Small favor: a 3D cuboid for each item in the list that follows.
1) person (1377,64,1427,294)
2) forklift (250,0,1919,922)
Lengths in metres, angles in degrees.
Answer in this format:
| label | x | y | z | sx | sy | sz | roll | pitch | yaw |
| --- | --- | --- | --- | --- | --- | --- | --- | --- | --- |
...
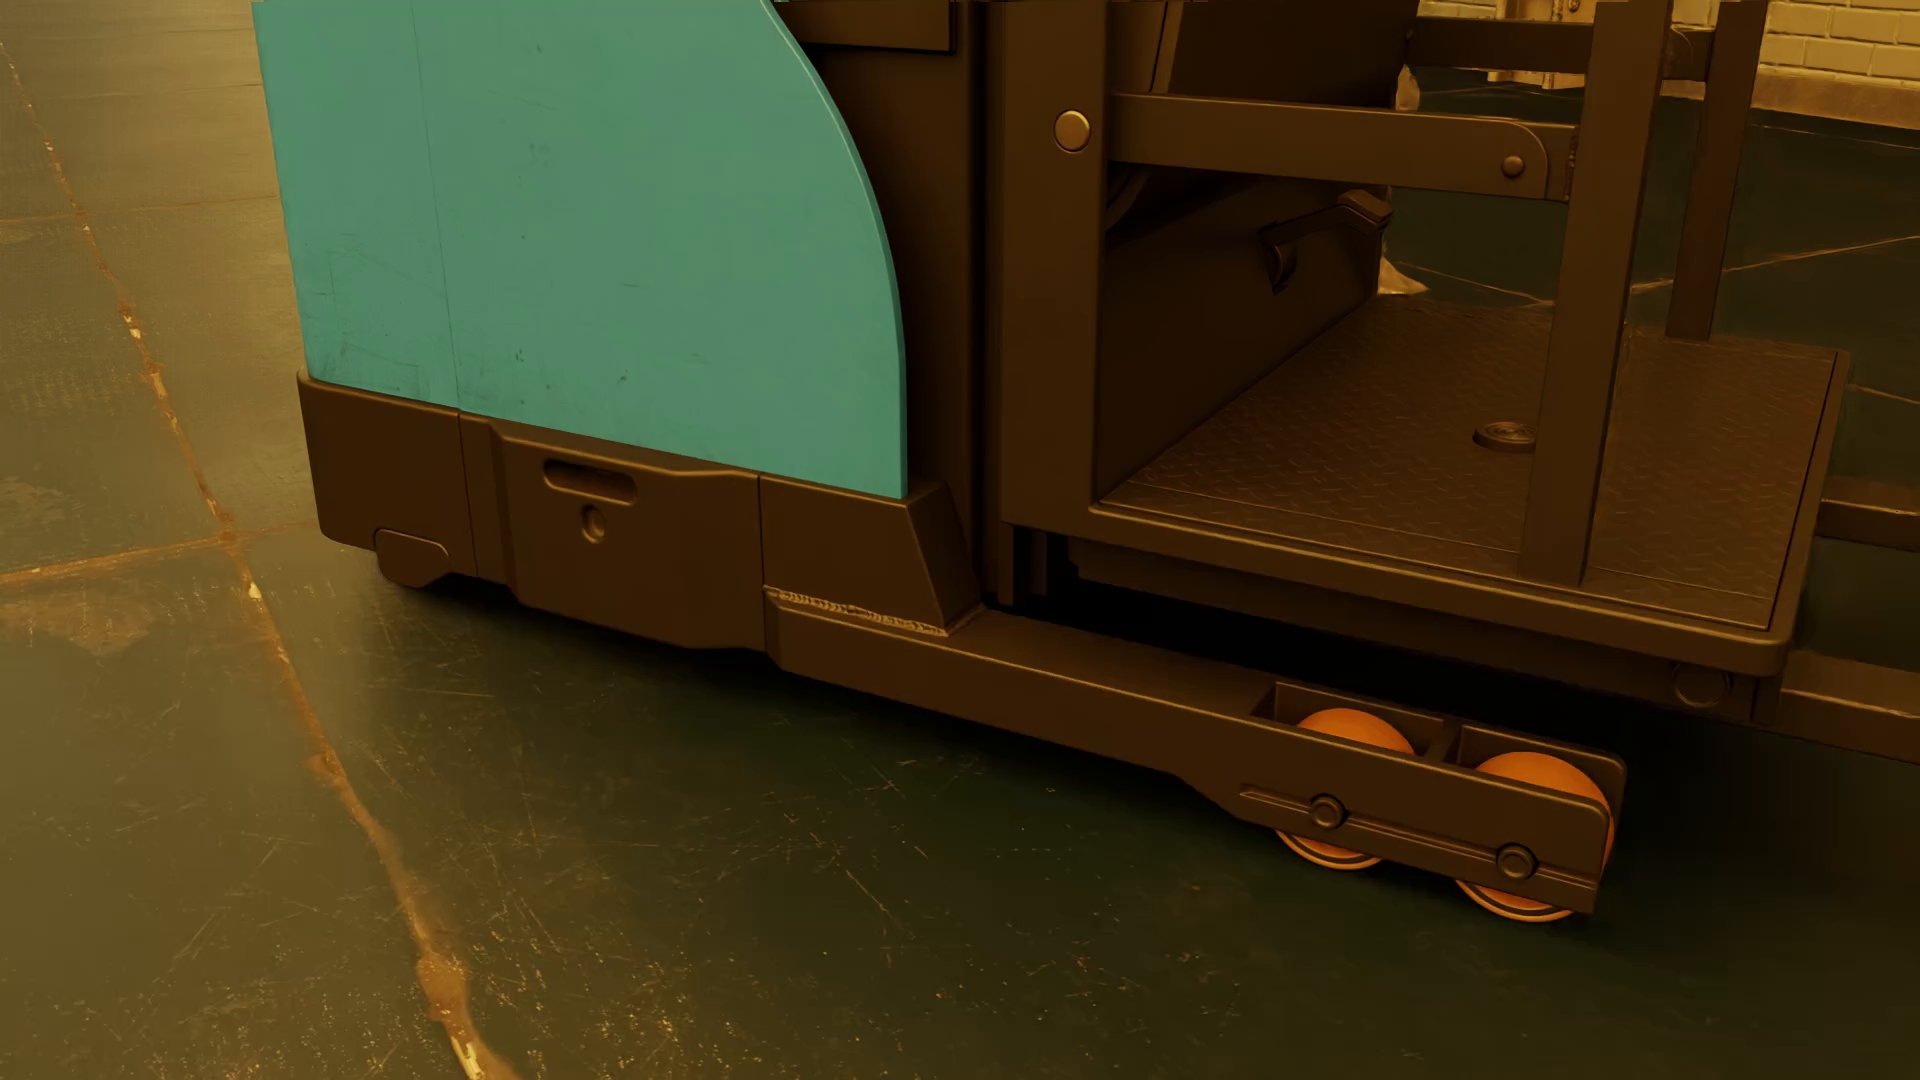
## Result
| label | x | y | z | sx | sy | sz | roll | pitch | yaw |
| --- | --- | --- | --- | --- | --- | --- | --- | --- | --- |
| person | 0.979 | -1.177 | 3.680 | 1.088 | 1.457 | 0.827 | -6 | 23 | -14 |
| forklift | 0.576 | -1.199 | 1.697 | 3.031 | 2.935 | 1.130 | 12 | 25 | 27 |
